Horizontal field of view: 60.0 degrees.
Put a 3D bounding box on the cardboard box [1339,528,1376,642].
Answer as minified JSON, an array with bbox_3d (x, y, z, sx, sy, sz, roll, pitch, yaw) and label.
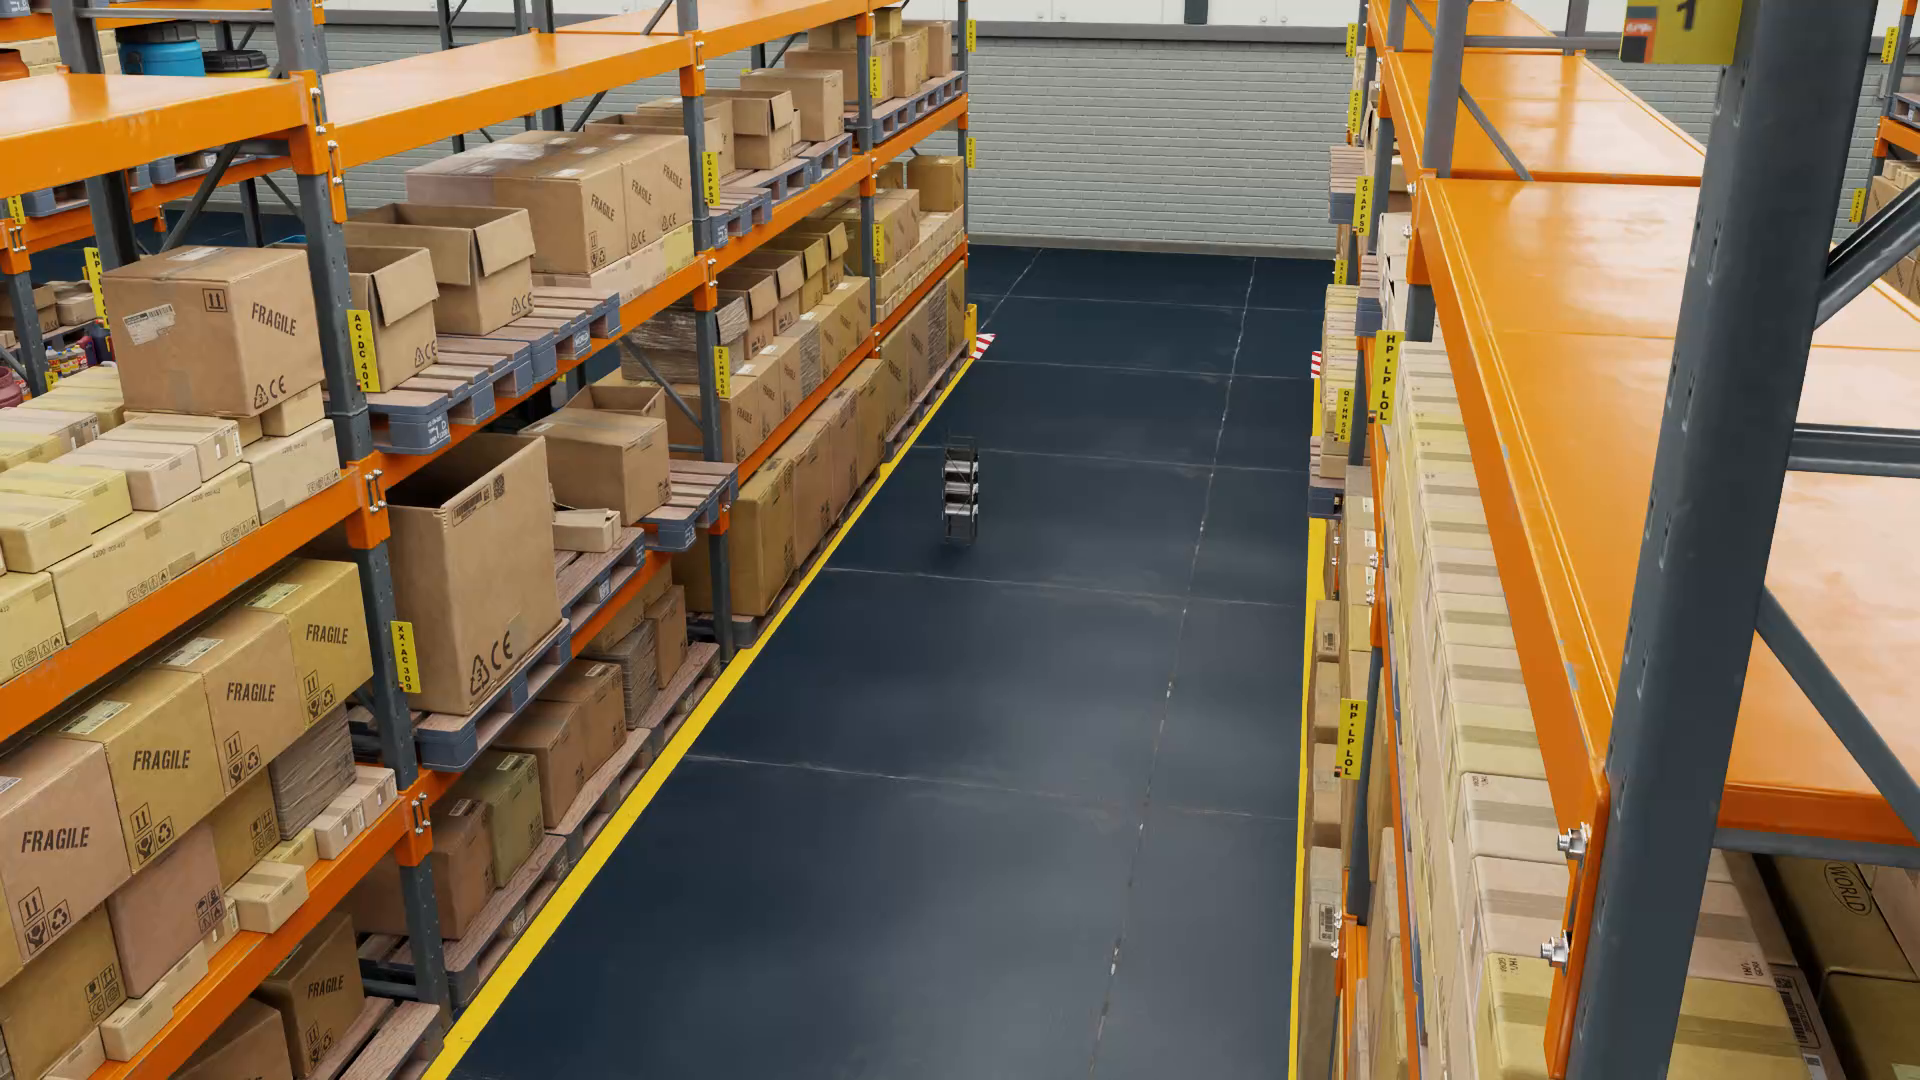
[{"bbox_3d":[2.226,0.276,8.550,0.500,0.500,0.500,4,22,11],"label":"cardboard box"}]

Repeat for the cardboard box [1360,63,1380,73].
[{"bbox_3d":[3.638,-4.004,14.292,0.380,0.149,0.250,4,22,11],"label":"cardboard box"}]

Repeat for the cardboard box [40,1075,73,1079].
[{"bbox_3d":[-2.988,1.808,5.216,0.380,0.149,0.250,4,22,11],"label":"cardboard box"}]

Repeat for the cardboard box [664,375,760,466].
[{"bbox_3d":[-1.683,-0.810,11.247,0.500,0.500,0.500,5,22,12],"label":"cardboard box"}]

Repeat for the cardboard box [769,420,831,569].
[{"bbox_3d":[-1.698,-0.392,12.625,1.225,0.875,0.875,5,22,11],"label":"cardboard box"}]

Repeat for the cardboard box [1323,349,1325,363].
[{"bbox_3d":[2.864,-1.379,12.168,0.380,0.149,0.250,5,23,13],"label":"cardboard box"}]

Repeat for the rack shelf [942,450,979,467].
[{"bbox_3d":[0.002,-0.640,13.135,0.258,0.077,0.200,4,22,11],"label":"rack shelf"}]

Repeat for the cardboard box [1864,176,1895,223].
[{"bbox_3d":[8.909,-3.134,15.677,0.500,0.500,0.500,4,22,10],"label":"cardboard box"}]

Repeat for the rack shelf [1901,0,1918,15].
[{"bbox_3d":[8.877,-4.309,13.537,1.077,0.370,4.000,4,22,11],"label":"rack shelf"}]

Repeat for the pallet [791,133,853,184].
[{"bbox_3d":[-1.371,-3.033,13.142,0.805,0.209,1.217,4,22,9],"label":"pallet"}]

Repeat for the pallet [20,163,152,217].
[{"bbox_3d":[-6.645,-2.561,11.964,1.003,0.211,1.213,4,22,11],"label":"pallet"}]

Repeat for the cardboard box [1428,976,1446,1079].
[{"bbox_3d":[0.994,0.884,2.798,0.380,0.149,0.250,5,22,12],"label":"cardboard box"}]

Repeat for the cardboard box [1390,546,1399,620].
[{"bbox_3d":[1.409,0.140,4.647,0.380,0.149,0.250,4,22,10],"label":"cardboard box"}]

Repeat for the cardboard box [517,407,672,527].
[{"bbox_3d":[-2.135,-0.436,9.755,0.700,0.500,0.500,8,23,19],"label":"cardboard box"}]

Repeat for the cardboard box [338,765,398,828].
[{"bbox_3d":[-2.621,1.074,7.040,0.380,0.149,0.250,4,22,11],"label":"cardboard box"}]

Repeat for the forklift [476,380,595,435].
[{"bbox_3d":[-3.810,-1.186,12.406,1.130,2.935,3.031,7,23,16],"label":"forklift"}]

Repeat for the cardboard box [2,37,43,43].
[{"bbox_3d":[-10.384,-5.634,17.871,0.700,0.500,0.500,4,22,11],"label":"cardboard box"}]

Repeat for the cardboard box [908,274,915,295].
[{"bbox_3d":[-0.635,-2.418,15.710,0.380,0.149,0.250,4,22,10],"label":"cardboard box"}]

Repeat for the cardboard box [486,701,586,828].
[{"bbox_3d":[-2.489,1.211,9.119,0.700,0.500,0.500,3,22,6],"label":"cardboard box"}]

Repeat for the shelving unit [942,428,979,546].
[{"bbox_3d":[0.002,-0.420,13.223,0.258,0.900,0.210,4,22,11],"label":"shelving unit"}]

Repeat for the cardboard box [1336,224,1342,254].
[{"bbox_3d":[4.057,-3.159,16.680,0.500,0.500,0.500,6,23,13],"label":"cardboard box"}]

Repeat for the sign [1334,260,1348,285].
[{"bbox_3d":[3.070,-2.095,13.412,0.100,0.325,0.005,4,22,11],"label":"sign"}]

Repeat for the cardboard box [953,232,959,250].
[{"bbox_3d":[-0.218,-3.166,17.565,0.380,0.149,0.250,5,22,11],"label":"cardboard box"}]

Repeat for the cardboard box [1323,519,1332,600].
[{"bbox_3d":[2.867,0.128,11.835,0.500,0.500,0.500,3,22,9],"label":"cardboard box"}]

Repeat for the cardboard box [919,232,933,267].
[{"bbox_3d":[-0.565,-2.841,16.226,0.500,0.250,0.500,4,22,11],"label":"cardboard box"}]

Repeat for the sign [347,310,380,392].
[{"bbox_3d":[-2.332,-0.737,6.491,0.100,0.325,0.005,4,22,11],"label":"sign"}]

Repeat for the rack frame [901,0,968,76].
[{"bbox_3d":[-0.416,-6.316,17.020,1.000,3.000,0.127,4,22,11],"label":"rack frame"}]

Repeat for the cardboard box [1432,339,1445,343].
[{"bbox_3d":[1.958,-0.563,6.255,0.500,0.250,0.500,5,22,11],"label":"cardboard box"}]

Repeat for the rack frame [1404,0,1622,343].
[{"bbox_3d":[1.970,-1.512,5.092,1.000,3.000,0.127,4,22,11],"label":"rack frame"}]

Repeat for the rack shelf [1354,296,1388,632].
[{"bbox_3d":[2.379,-0.518,7.603,1.077,0.370,4.000,4,22,11],"label":"rack shelf"}]

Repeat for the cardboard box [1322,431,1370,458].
[{"bbox_3d":[2.442,-0.624,10.293,0.380,0.149,0.250,5,22,12],"label":"cardboard box"}]

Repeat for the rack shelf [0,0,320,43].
[{"bbox_3d":[-6.489,-3.980,12.718,1.077,0.370,4.000,4,22,11],"label":"rack shelf"}]

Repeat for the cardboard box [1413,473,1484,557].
[{"bbox_3d":[1.305,-0.042,4.031,0.380,0.149,0.250,4,22,11],"label":"cardboard box"}]

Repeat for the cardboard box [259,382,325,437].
[{"bbox_3d":[-2.648,-0.510,6.287,0.380,0.149,0.250,5,23,13],"label":"cardboard box"}]

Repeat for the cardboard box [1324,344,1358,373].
[{"bbox_3d":[2.704,-1.233,11.408,0.380,0.149,0.250,6,23,14],"label":"cardboard box"}]

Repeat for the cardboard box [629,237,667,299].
[{"bbox_3d":[-1.993,-1.554,9.412,0.500,0.250,0.500,4,22,11],"label":"cardboard box"}]

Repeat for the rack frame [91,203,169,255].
[{"bbox_3d":[-10.113,-4.289,20.019,1.000,3.000,0.127,4,22,11],"label":"rack frame"}]

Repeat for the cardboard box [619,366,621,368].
[{"bbox_3d":[-2.083,-1.035,11.804,0.500,0.500,0.500,4,22,10],"label":"cardboard box"}]

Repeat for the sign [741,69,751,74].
[{"bbox_3d":[-1.776,-3.780,13.940,0.100,0.325,0.005,4,22,11],"label":"sign"}]

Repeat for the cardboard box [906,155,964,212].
[{"bbox_3d":[-0.258,-3.751,17.481,0.500,0.500,0.500,5,22,12],"label":"cardboard box"}]

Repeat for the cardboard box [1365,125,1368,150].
[{"bbox_3d":[3.218,-2.894,12.096,0.500,0.311,0.500,4,22,10],"label":"cardboard box"}]

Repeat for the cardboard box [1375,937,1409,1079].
[{"bbox_3d":[1.518,1.424,4.186,0.875,0.550,0.500,4,22,11],"label":"cardboard box"}]

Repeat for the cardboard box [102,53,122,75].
[{"bbox_3d":[-9.960,-5.403,18.970,0.500,0.250,0.500,4,22,11],"label":"cardboard box"}]

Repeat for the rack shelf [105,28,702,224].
[{"bbox_3d":[-2.456,-2.139,8.148,1.077,0.370,4.000,4,22,11],"label":"rack shelf"}]

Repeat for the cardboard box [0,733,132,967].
[{"bbox_3d":[-2.996,0.942,5.160,0.500,0.500,0.500,4,22,11],"label":"cardboard box"}]

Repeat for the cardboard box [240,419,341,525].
[{"bbox_3d":[-2.702,-0.279,6.248,0.500,0.250,0.500,5,23,13],"label":"cardboard box"}]

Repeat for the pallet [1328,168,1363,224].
[{"bbox_3d":[3.164,-2.362,11.469,1.213,0.211,1.003,4,22,11],"label":"pallet"}]

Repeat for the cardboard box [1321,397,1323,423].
[{"bbox_3d":[2.650,-0.860,11.278,0.380,0.149,0.250,3,22,9],"label":"cardboard box"}]

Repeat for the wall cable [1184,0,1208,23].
[{"bbox_3d":[4.112,-9.613,20.901,2.277,5.999,0.120,4,22,11],"label":"wall cable"}]

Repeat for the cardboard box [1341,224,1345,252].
[{"bbox_3d":[3.534,-2.685,14.165,0.500,0.500,0.500,4,22,9],"label":"cardboard box"}]

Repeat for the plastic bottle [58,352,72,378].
[{"bbox_3d":[-7.044,-1.376,13.051,0.097,0.201,0.097,0,22,0],"label":"plastic bottle"}]

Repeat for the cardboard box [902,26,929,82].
[{"bbox_3d":[-0.702,-4.821,16.494,0.700,0.500,0.500,4,22,9],"label":"cardboard box"}]

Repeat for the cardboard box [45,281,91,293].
[{"bbox_3d":[-10.604,-2.858,19.556,0.500,0.250,0.500,4,22,11],"label":"cardboard box"}]

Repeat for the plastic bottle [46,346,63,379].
[{"bbox_3d":[-7.064,-1.373,12.950,0.097,0.271,0.097,0,22,0],"label":"plastic bottle"}]

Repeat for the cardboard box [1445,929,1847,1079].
[{"bbox_3d":[0.981,0.833,2.393,0.500,0.250,0.500,5,22,12],"label":"cardboard box"}]

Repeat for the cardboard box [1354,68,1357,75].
[{"bbox_3d":[3.855,-4.156,15.204,0.500,0.250,0.500,5,22,12],"label":"cardboard box"}]

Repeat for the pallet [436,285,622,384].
[{"bbox_3d":[-2.426,-1.046,8.201,1.213,0.211,1.003,4,22,11],"label":"pallet"}]

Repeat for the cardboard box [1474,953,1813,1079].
[{"bbox_3d":[0.891,0.699,2.191,0.380,0.149,0.250,5,22,11],"label":"cardboard box"}]

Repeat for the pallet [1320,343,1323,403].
[{"bbox_3d":[3.304,-1.297,12.847,1.003,0.211,1.213,4,22,11],"label":"pallet"}]
